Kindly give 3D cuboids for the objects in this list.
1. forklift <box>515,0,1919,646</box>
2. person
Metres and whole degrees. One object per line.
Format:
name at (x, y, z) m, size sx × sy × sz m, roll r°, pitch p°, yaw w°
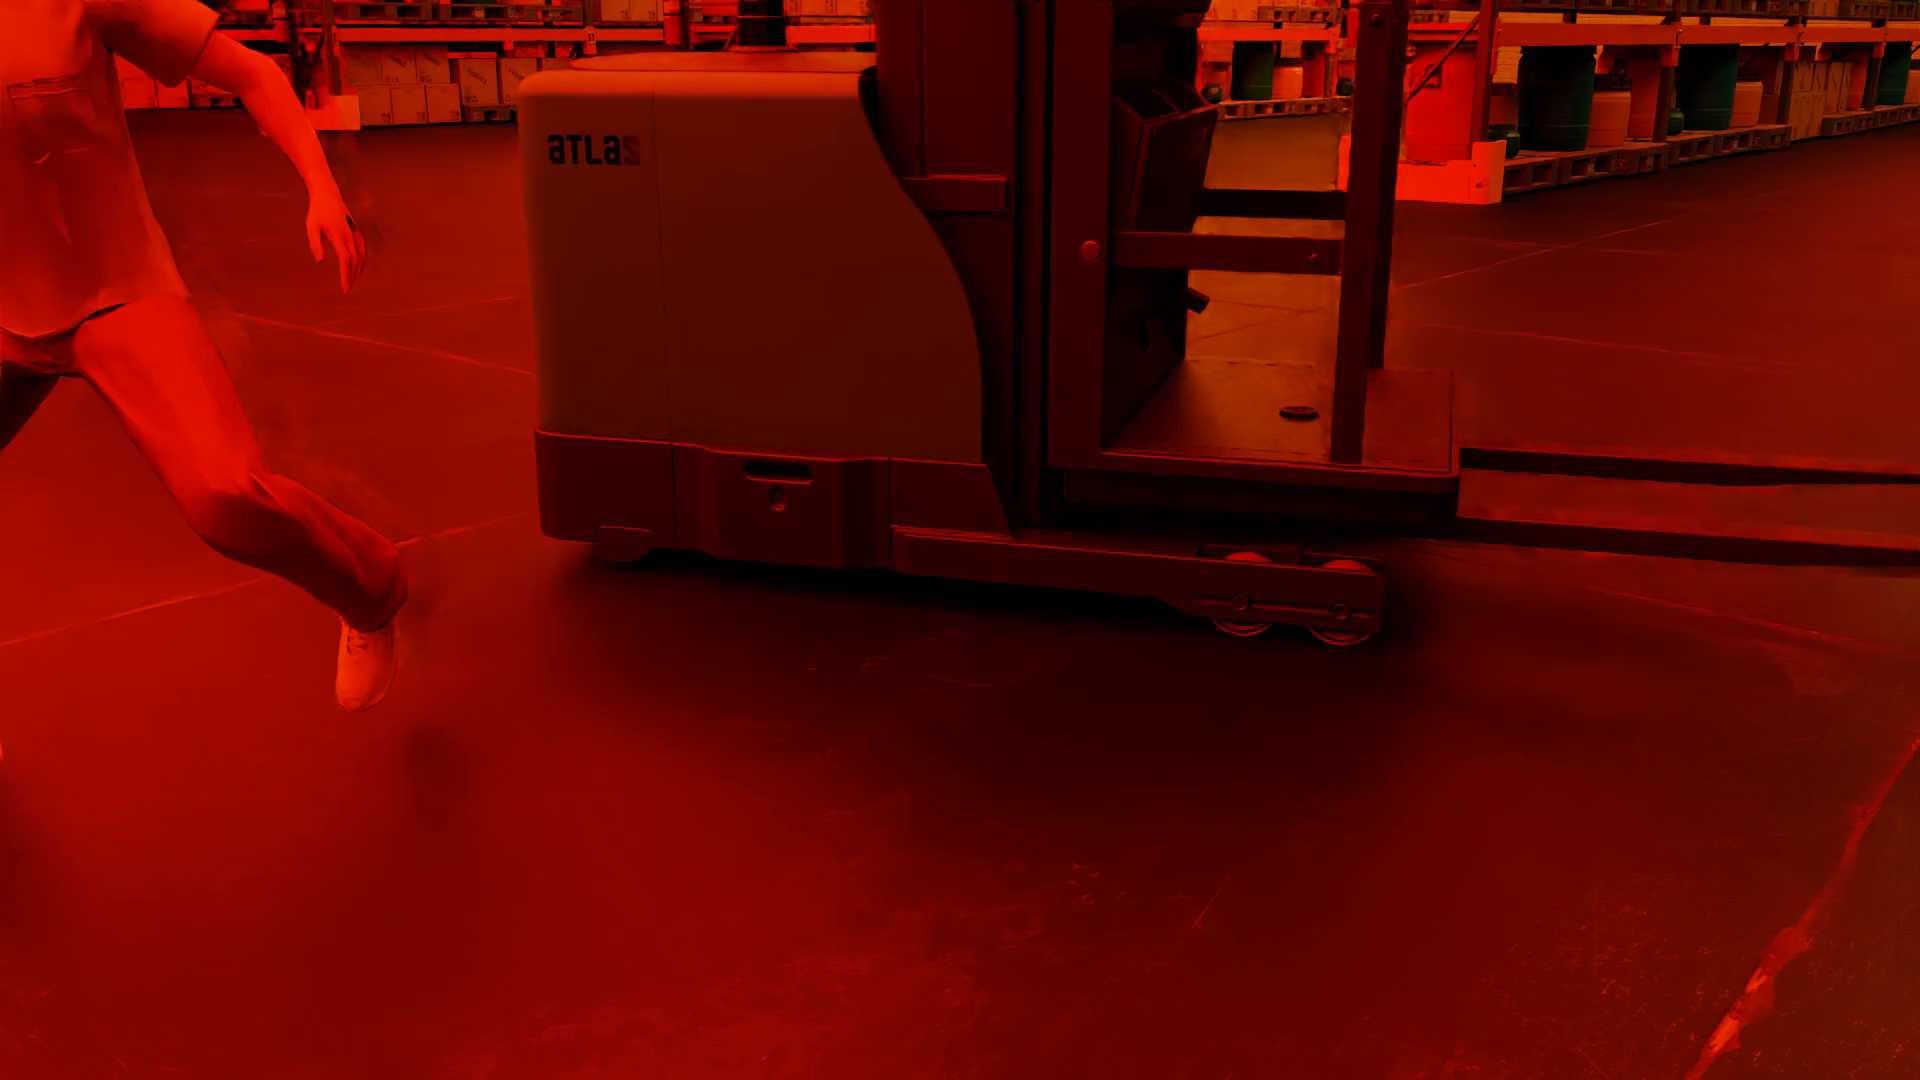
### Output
forklift at (0.622, -1.367, 3.398) m, size 3.031 × 2.935 × 1.130 m, roll 5°, pitch 18°, yaw 15°
person at (-1.415, -0.330, 2.488) m, size 1.022 × 1.559 × 0.499 m, roll -4°, pitch 17°, yaw -12°
